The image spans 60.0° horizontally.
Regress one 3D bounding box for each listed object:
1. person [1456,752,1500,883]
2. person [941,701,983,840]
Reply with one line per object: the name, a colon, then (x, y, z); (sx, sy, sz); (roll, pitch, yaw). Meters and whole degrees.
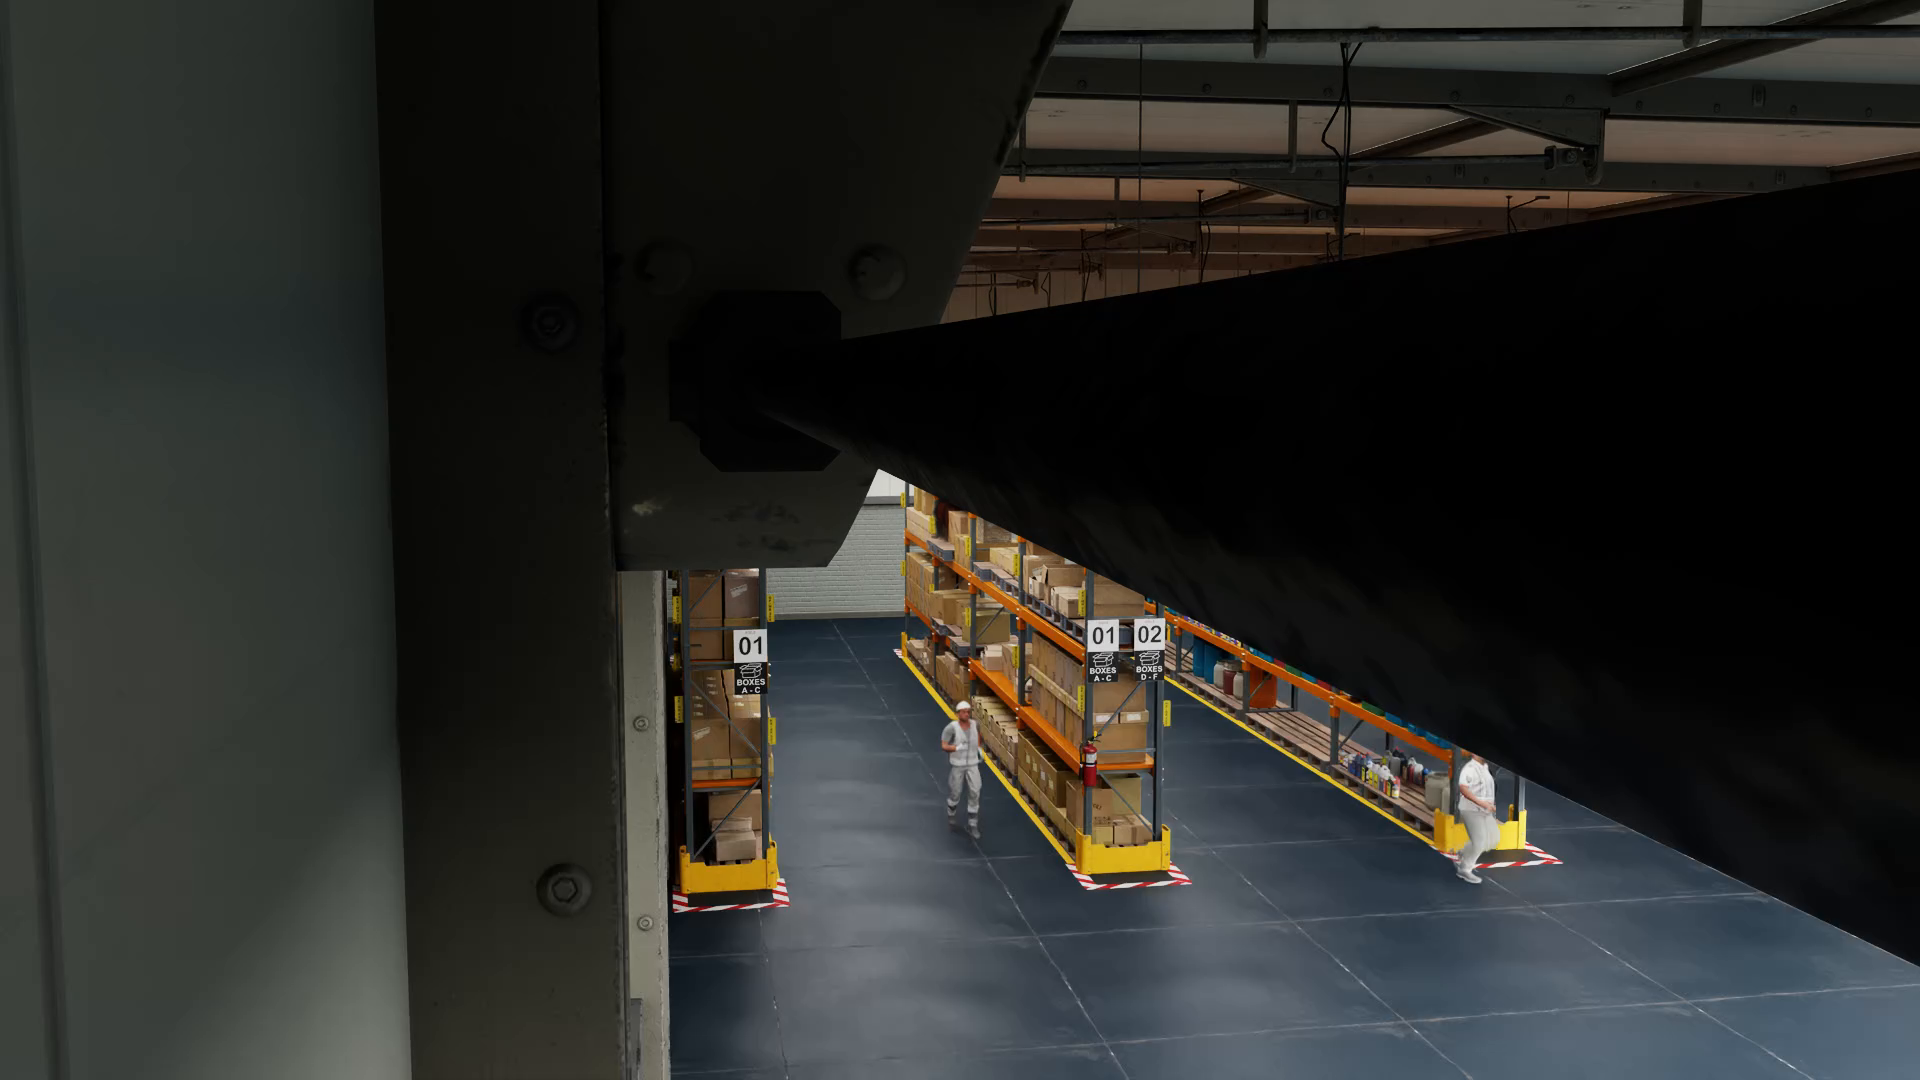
person: (6.442, 3.337, 20.610); (0.501, 1.741, 0.709); (4, 7, 37)
person: (0.031, 3.087, 22.591); (0.662, 1.846, 0.836); (-2, 6, -17)
